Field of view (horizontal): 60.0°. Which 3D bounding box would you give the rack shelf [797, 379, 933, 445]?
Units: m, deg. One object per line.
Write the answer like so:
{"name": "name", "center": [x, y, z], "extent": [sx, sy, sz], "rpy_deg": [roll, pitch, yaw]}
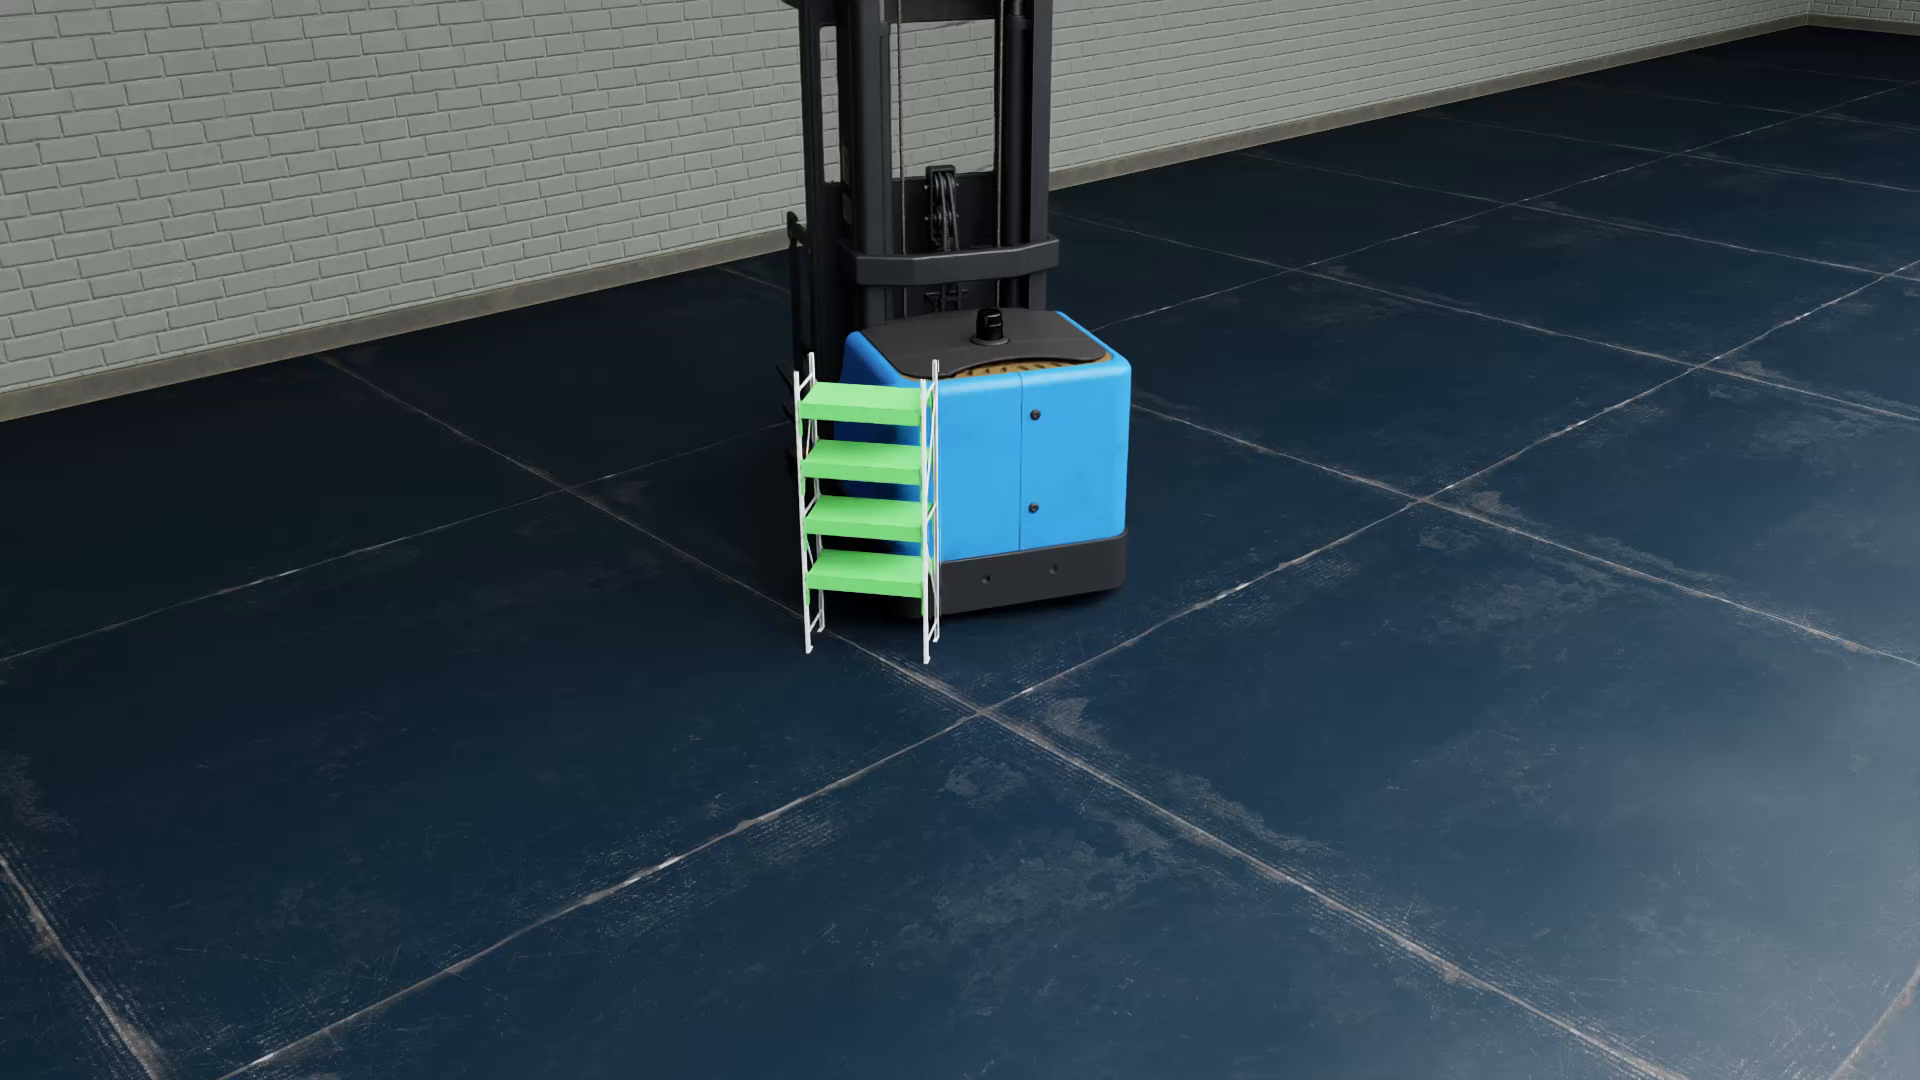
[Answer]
{"name": "rack shelf", "center": [-0.356, -0.493, 6.381], "extent": [0.480, 0.148, 0.258], "rpy_deg": [5, 25, 10]}

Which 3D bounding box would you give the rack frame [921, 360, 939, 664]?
{"name": "rack frame", "center": [-0.116, -0.096, 6.514], "extent": [0.015, 1.200, 0.240], "rpy_deg": [5, 25, 10]}

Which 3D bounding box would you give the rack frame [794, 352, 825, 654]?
{"name": "rack frame", "center": [-0.595, -0.134, 6.597], "extent": [0.015, 1.200, 0.240], "rpy_deg": [5, 25, 10]}

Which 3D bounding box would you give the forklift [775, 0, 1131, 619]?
{"name": "forklift", "center": [-0.238, -1.596, 7.717], "extent": [1.130, 2.935, 3.031], "rpy_deg": [-8, 26, -17]}

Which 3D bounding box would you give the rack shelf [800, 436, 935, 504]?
{"name": "rack shelf", "center": [-0.356, -0.275, 6.482], "extent": [0.480, 0.148, 0.258], "rpy_deg": [5, 25, 10]}

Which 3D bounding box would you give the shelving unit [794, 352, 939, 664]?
{"name": "shelving unit", "center": [-0.356, -0.115, 6.555], "extent": [0.503, 1.200, 0.258], "rpy_deg": [5, 25, 10]}

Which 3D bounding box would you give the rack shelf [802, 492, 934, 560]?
{"name": "rack shelf", "center": [-0.355, -0.057, 6.582], "extent": [0.480, 0.148, 0.258], "rpy_deg": [5, 25, 10]}

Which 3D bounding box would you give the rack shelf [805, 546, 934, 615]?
{"name": "rack shelf", "center": [-0.355, 0.161, 6.682], "extent": [0.480, 0.148, 0.258], "rpy_deg": [5, 25, 10]}
